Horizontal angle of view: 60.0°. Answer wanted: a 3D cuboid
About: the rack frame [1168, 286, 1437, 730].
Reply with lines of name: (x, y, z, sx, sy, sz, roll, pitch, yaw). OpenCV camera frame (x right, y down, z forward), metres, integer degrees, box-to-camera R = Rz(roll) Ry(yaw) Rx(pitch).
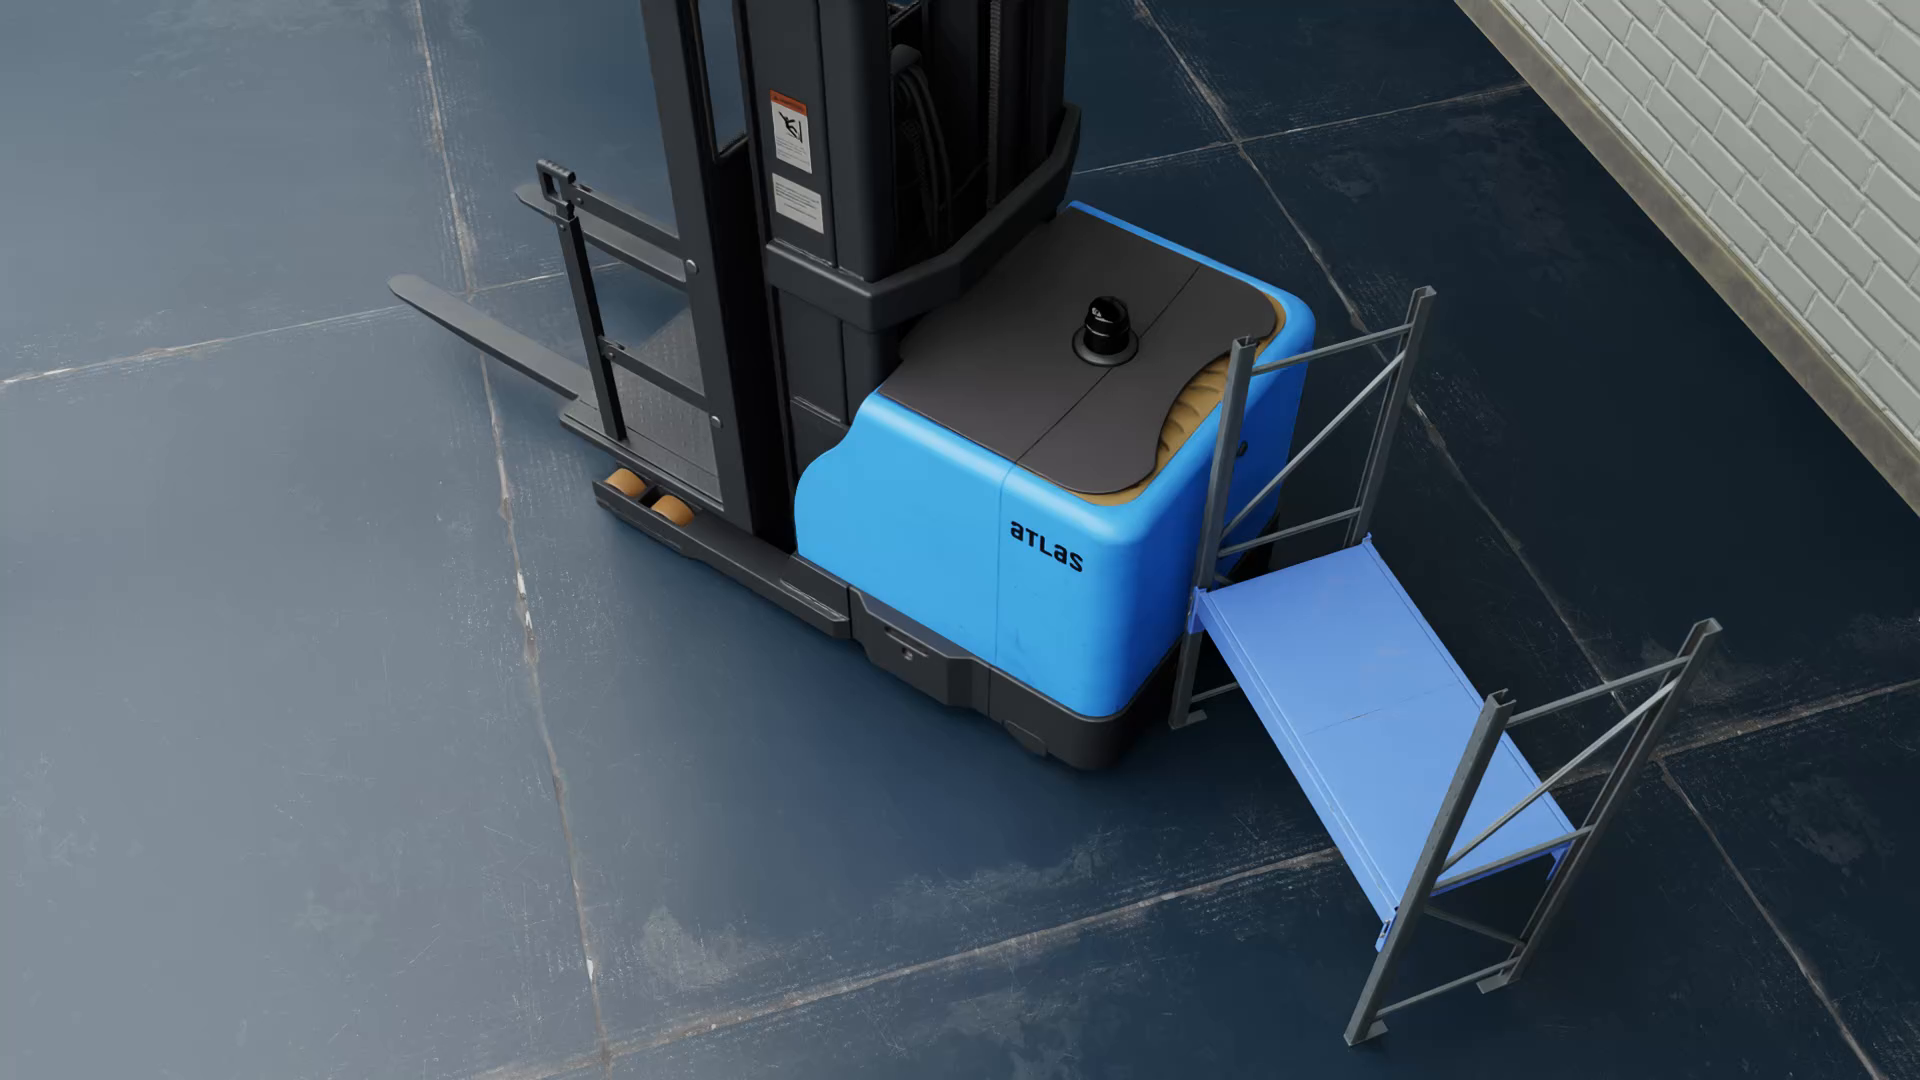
rack frame: (0.840, -0.015, 4.282, 0.500, 1.500, 0.032, -16, 52, -13)

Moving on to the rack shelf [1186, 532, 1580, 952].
rack shelf: (1.023, 0.463, 4.114, 0.538, 0.185, 1.000, -16, 52, -13)

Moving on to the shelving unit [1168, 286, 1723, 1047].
shelving unit: (1.023, 0.347, 3.976, 0.538, 1.500, 1.048, -16, 52, -13)

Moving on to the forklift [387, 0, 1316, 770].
forklift: (-0.541, -1.223, 4.364, 3.031, 2.935, 1.130, 28, 55, 22)

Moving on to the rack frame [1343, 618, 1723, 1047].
rack frame: (1.206, 0.710, 3.670, 0.500, 1.500, 0.032, -16, 52, -13)
